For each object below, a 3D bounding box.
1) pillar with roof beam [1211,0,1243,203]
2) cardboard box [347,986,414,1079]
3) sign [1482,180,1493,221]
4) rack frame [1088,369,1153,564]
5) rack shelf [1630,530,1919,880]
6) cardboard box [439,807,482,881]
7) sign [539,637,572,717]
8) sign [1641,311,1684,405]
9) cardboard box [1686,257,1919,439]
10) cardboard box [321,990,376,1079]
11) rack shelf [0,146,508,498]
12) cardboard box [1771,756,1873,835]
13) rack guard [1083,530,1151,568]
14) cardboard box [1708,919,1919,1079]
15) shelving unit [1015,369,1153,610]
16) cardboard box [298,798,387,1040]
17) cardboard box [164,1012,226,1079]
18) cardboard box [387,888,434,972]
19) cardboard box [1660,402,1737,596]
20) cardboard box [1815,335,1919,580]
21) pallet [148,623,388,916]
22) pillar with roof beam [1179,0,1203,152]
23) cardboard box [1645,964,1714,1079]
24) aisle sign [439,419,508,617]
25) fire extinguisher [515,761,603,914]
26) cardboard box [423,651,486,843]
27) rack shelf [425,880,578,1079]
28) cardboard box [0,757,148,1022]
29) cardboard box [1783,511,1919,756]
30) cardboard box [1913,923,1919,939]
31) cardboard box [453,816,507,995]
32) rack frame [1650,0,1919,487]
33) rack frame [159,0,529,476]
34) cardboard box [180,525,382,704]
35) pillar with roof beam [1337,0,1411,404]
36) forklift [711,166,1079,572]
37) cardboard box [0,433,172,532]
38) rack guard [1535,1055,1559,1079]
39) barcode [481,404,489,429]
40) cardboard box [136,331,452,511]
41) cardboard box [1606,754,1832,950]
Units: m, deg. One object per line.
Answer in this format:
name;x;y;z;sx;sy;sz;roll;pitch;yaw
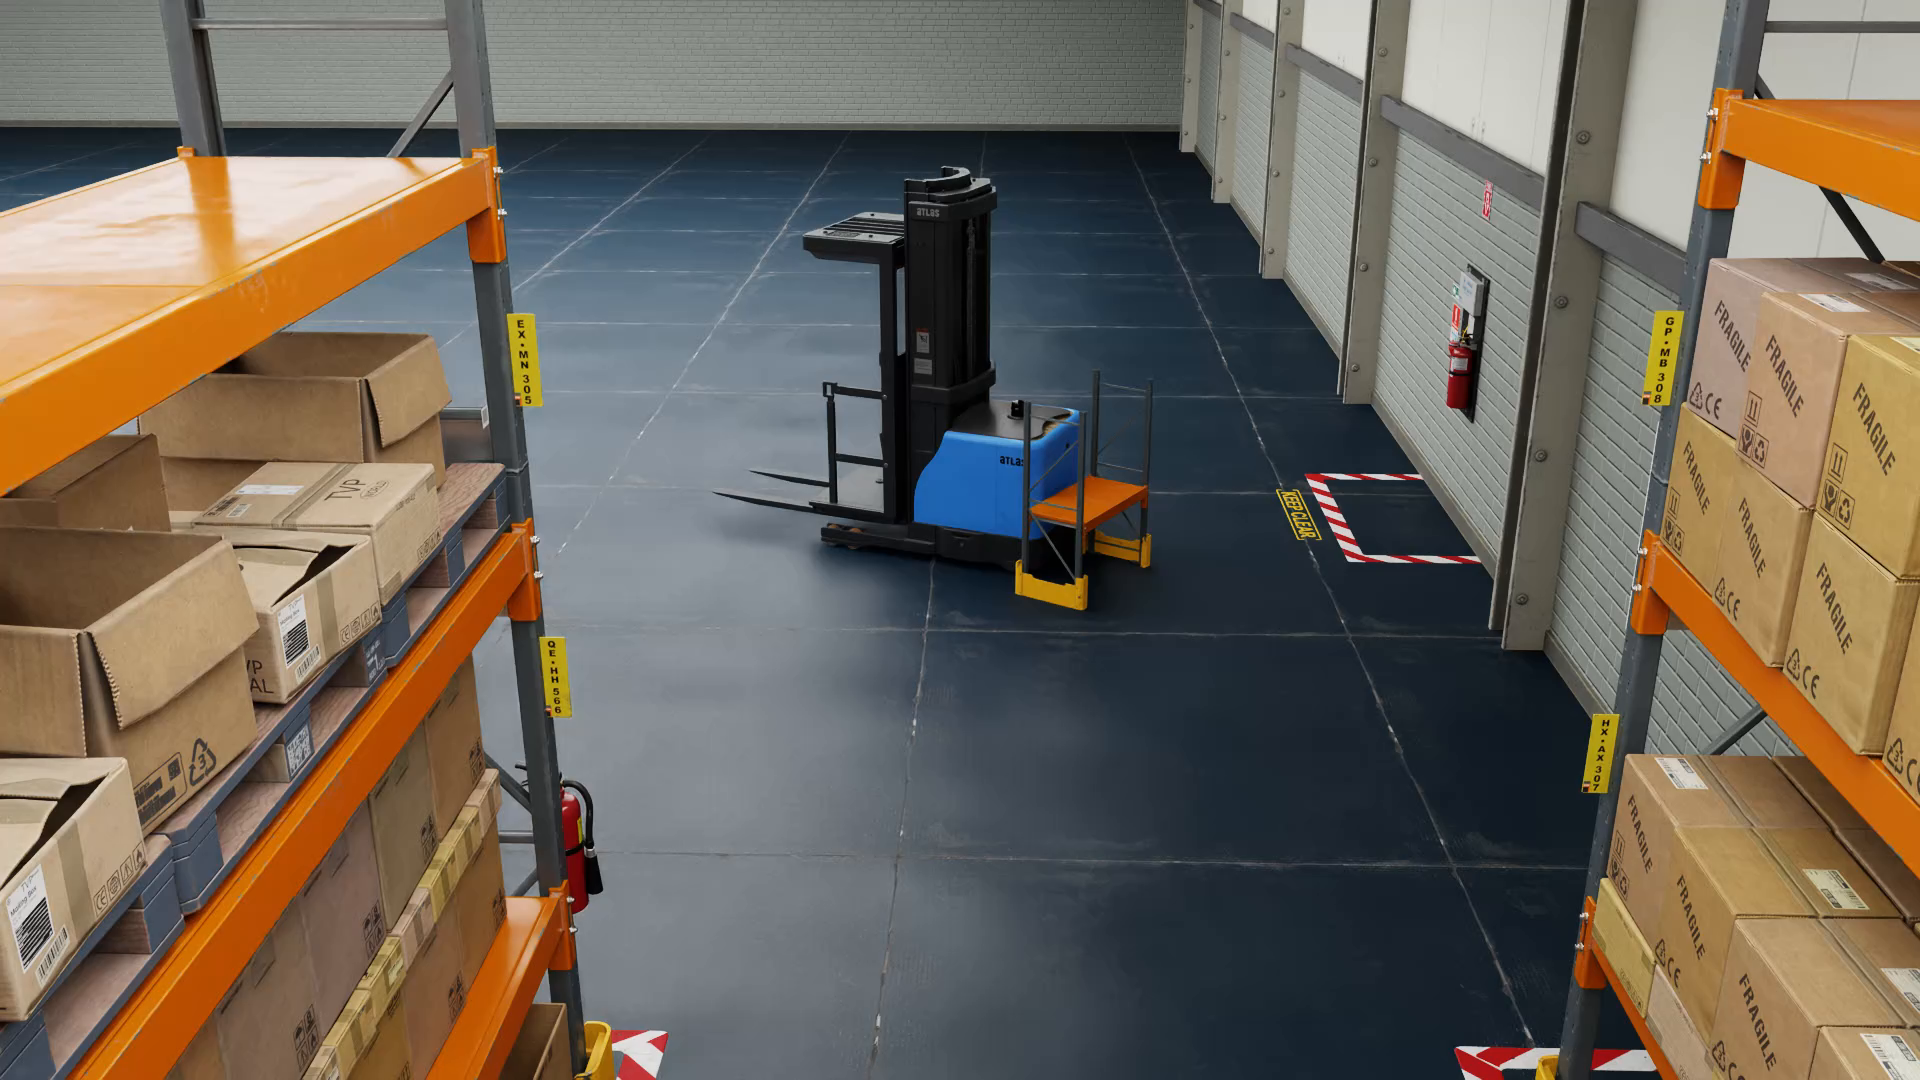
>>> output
pillar with roof beam;0.183;-10.059;27.013;9.100;9.000;0.400;1;21;2
cardboard box;-2.097;1.639;5.021;0.700;0.500;0.500;1;21;2
sign;4.152;-2.682;13.090;0.001;0.298;0.199;1;21;2
rack frame;1.238;-0.557;12.890;0.500;1.500;0.032;13;25;31
rack shelf;2.852;0.860;4.012;1.077;0.370;4.000;1;21;2
cardboard box;-1.866;1.033;5.685;0.380;0.149;0.250;1;21;3
sign;-1.496;0.508;6.145;0.100;0.325;0.005;1;21;2
sign;2.371;-0.611;5.603;0.100;0.325;0.005;1;21;2
cardboard box;2.659;-0.583;5.191;0.500;0.500;0.500;-1;21;-2
cardboard box;-1.897;1.407;4.722;0.380;0.149;0.250;1;21;3
rack shelf;-2.099;-0.405;3.679;1.077;0.370;4.000;1;21;2
cardboard box;3.111;1.084;5.731;0.500;0.500;0.500;0;21;1
rack guard;1.227;0.032;13.101;0.587;0.250;0.087;13;25;31
cardboard box;2.551;1.446;4.798;0.500;0.500;0.500;0;21;0
shelving unit;0.952;-0.401;12.488;0.587;1.500;1.083;13;25;31
cardboard box;-2.092;1.056;4.729;0.700;0.500;0.500;1;21;2
cardboard box;-2.123;1.418;3.797;0.700;0.500;0.500;1;21;2
cardboard box;-1.884;1.217;5.212;0.380;0.149;0.250;1;21;2
cardboard box;2.653;-0.136;5.420;0.500;0.500;0.500;1;21;3
cardboard box;2.588;-0.217;4.247;0.500;0.500;0.500;1;21;3
pallet;-2.120;0.488;4.101;1.003;0.211;1.213;1;21;2
pillar with roof beam;0.366;-12.228;32.604;9.100;9.000;0.400;1;21;2
cardboard box;2.579;1.622;5.382;0.500;0.250;0.500;0;21;0
aisle sign;-1.743;-0.085;6.008;0.394;0.787;0.004;1;21;2
fire extinguisher;-1.570;1.146;6.536;0.296;0.674;0.183;1;21;2
cardboard box;-2.067;0.684;5.689;0.700;0.500;0.500;1;21;2
rack shelf;-2.099;2.206;4.692;1.077;0.370;4.000;1;21;2
cardboard box;-1.865;0.601;3.035;0.500;0.311;0.500;-1;21;-1
cardboard box;2.589;0.246;4.436;0.500;0.500;0.500;2;21;4
cardboard box;3.075;1.453;4.780;0.500;0.500;0.500;0;21;0
cardboard box;-2.065;1.269;5.973;0.700;0.500;0.500;1;21;2
rack frame;2.913;-1.596;5.203;1.000;3.000;0.127;1;21;2
rack frame;-2.038;-1.650;5.340;1.000;3.000;0.127;1;21;2
cardboard box;-1.827;0.150;4.199;0.500;0.311;0.500;3;21;8
pillar with roof beam;-0.182;-5.720;15.831;9.100;9.000;0.400;1;21;2
forklift;-0.570;-1.457;13.232;3.031;2.935;1.130;9;23;22
cardboard box;-2.362;0.039;4.224;0.500;0.500;0.500;1;21;2
rack guard;2.911;2.393;6.670;1.175;0.500;0.348;1;21;2
barcode;-1.565;-0.407;5.483;0.001;0.075;0.075;1;21;2
cardboard box;-2.060;-0.353;5.228;0.797;0.503;0.637;2;21;5
cardboard box;2.598;1.081;5.740;0.500;0.500;0.500;1;21;2
